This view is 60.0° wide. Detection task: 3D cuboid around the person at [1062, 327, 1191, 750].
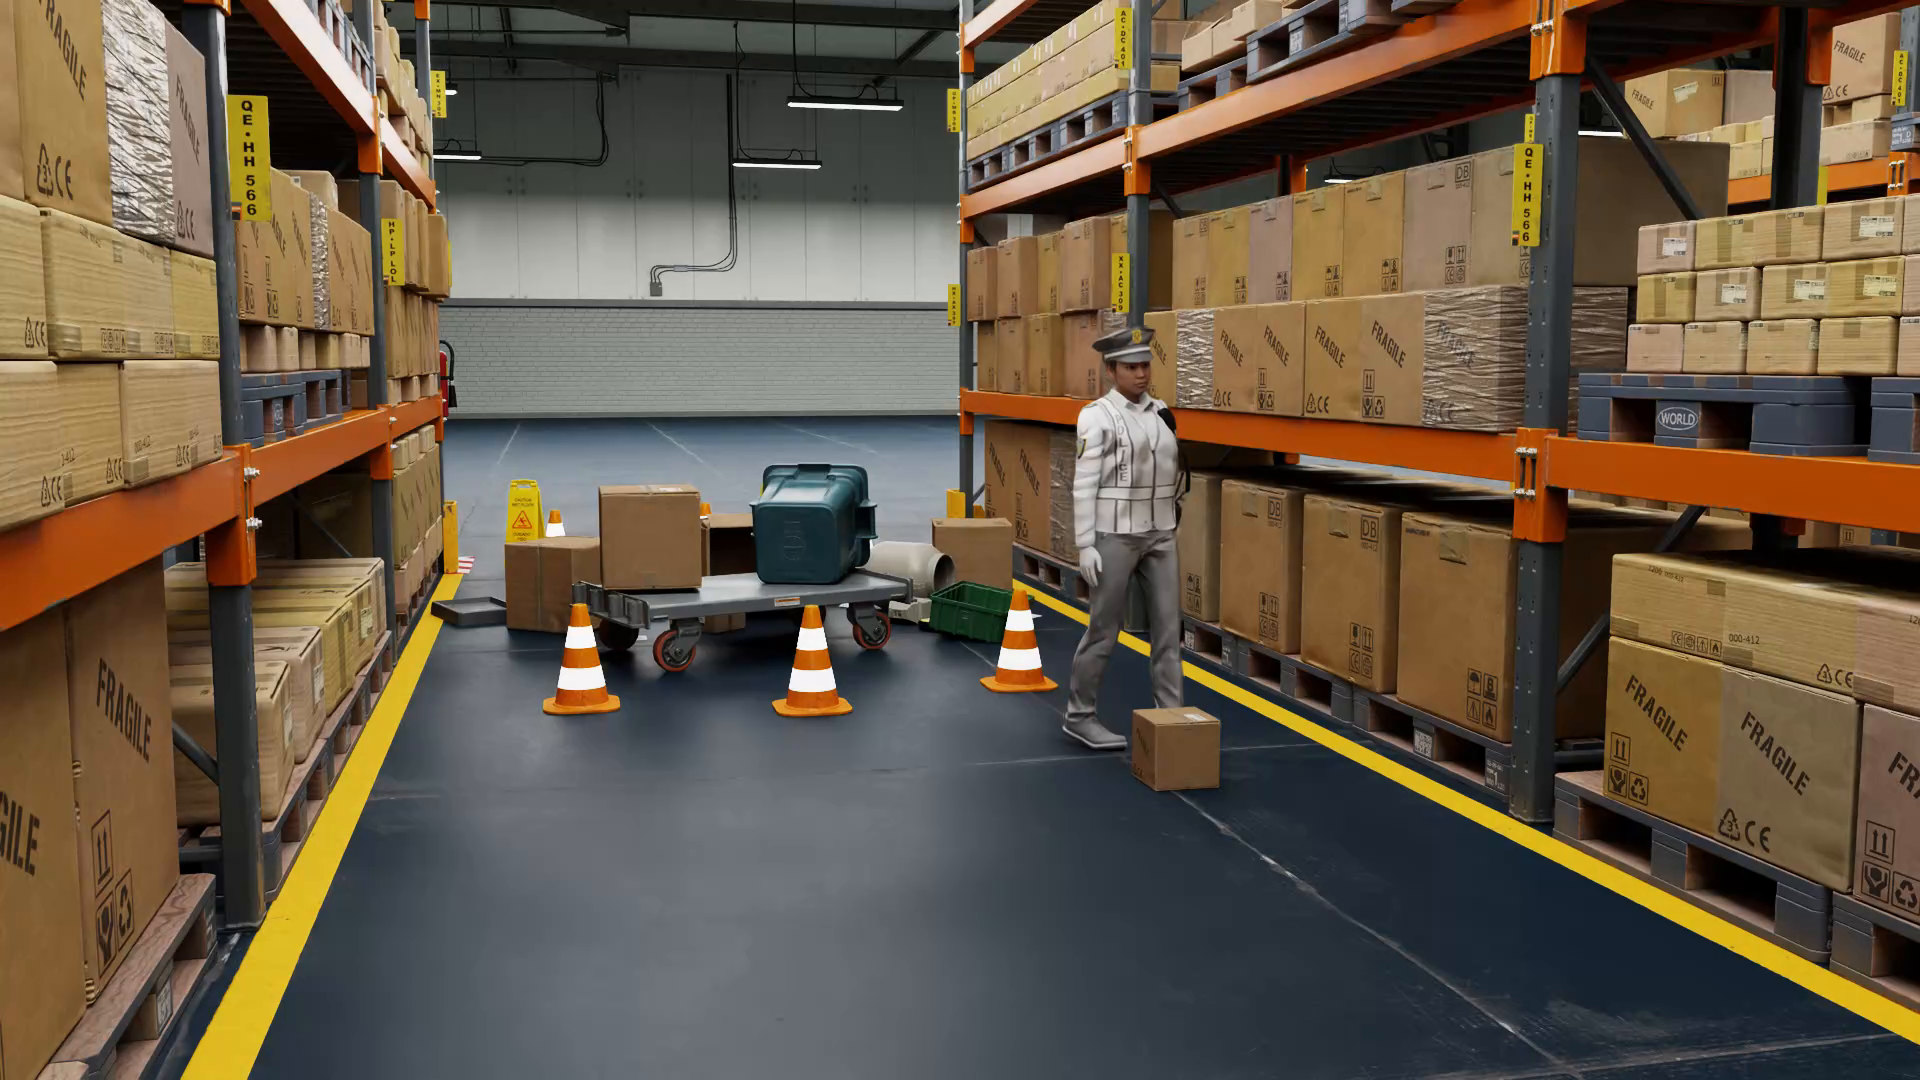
[{"bbox_3d":[0.705,0.012,6.496,0.507,1.674,0.636,-4,7,-31],"label":"person"}]
